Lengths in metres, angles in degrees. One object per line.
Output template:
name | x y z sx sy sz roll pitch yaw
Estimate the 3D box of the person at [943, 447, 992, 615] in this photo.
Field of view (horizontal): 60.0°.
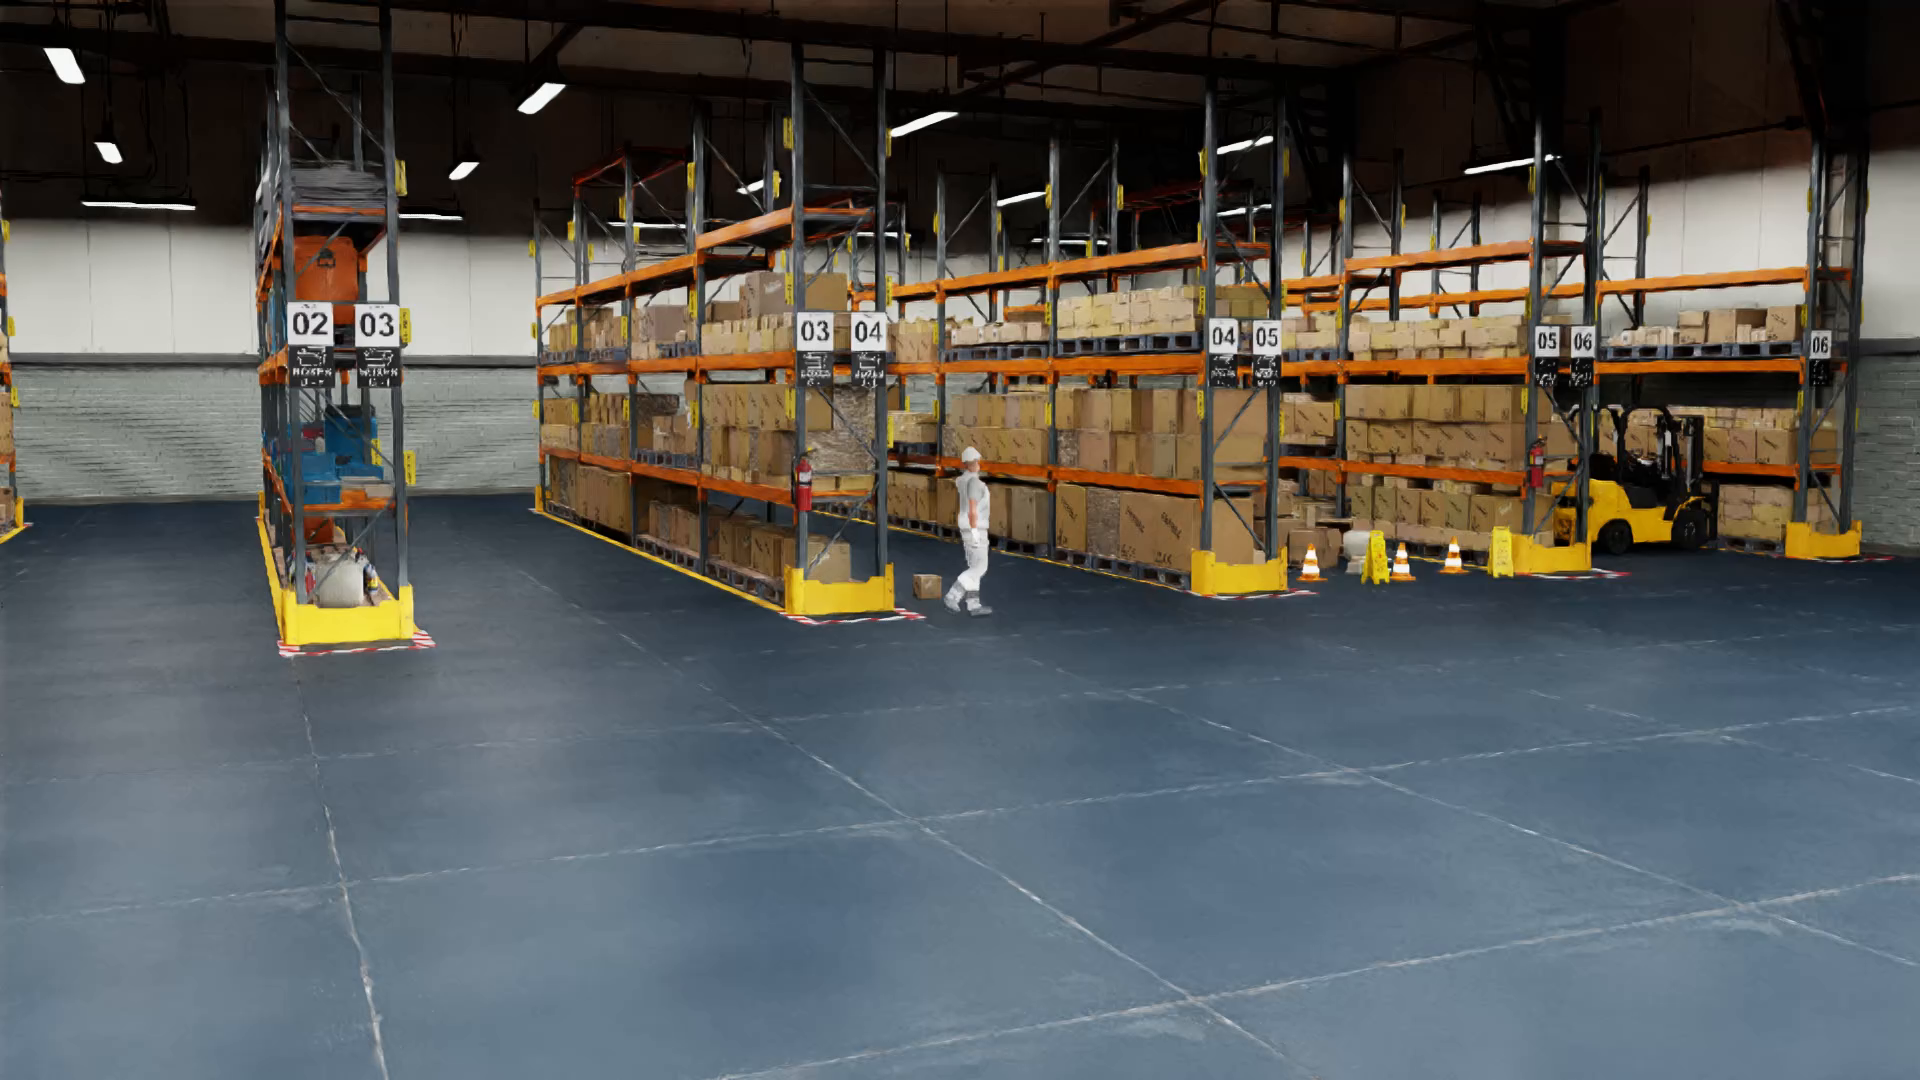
person | 0.089 -0.081 17.457 0.628 1.787 0.737 -2 6 -16
